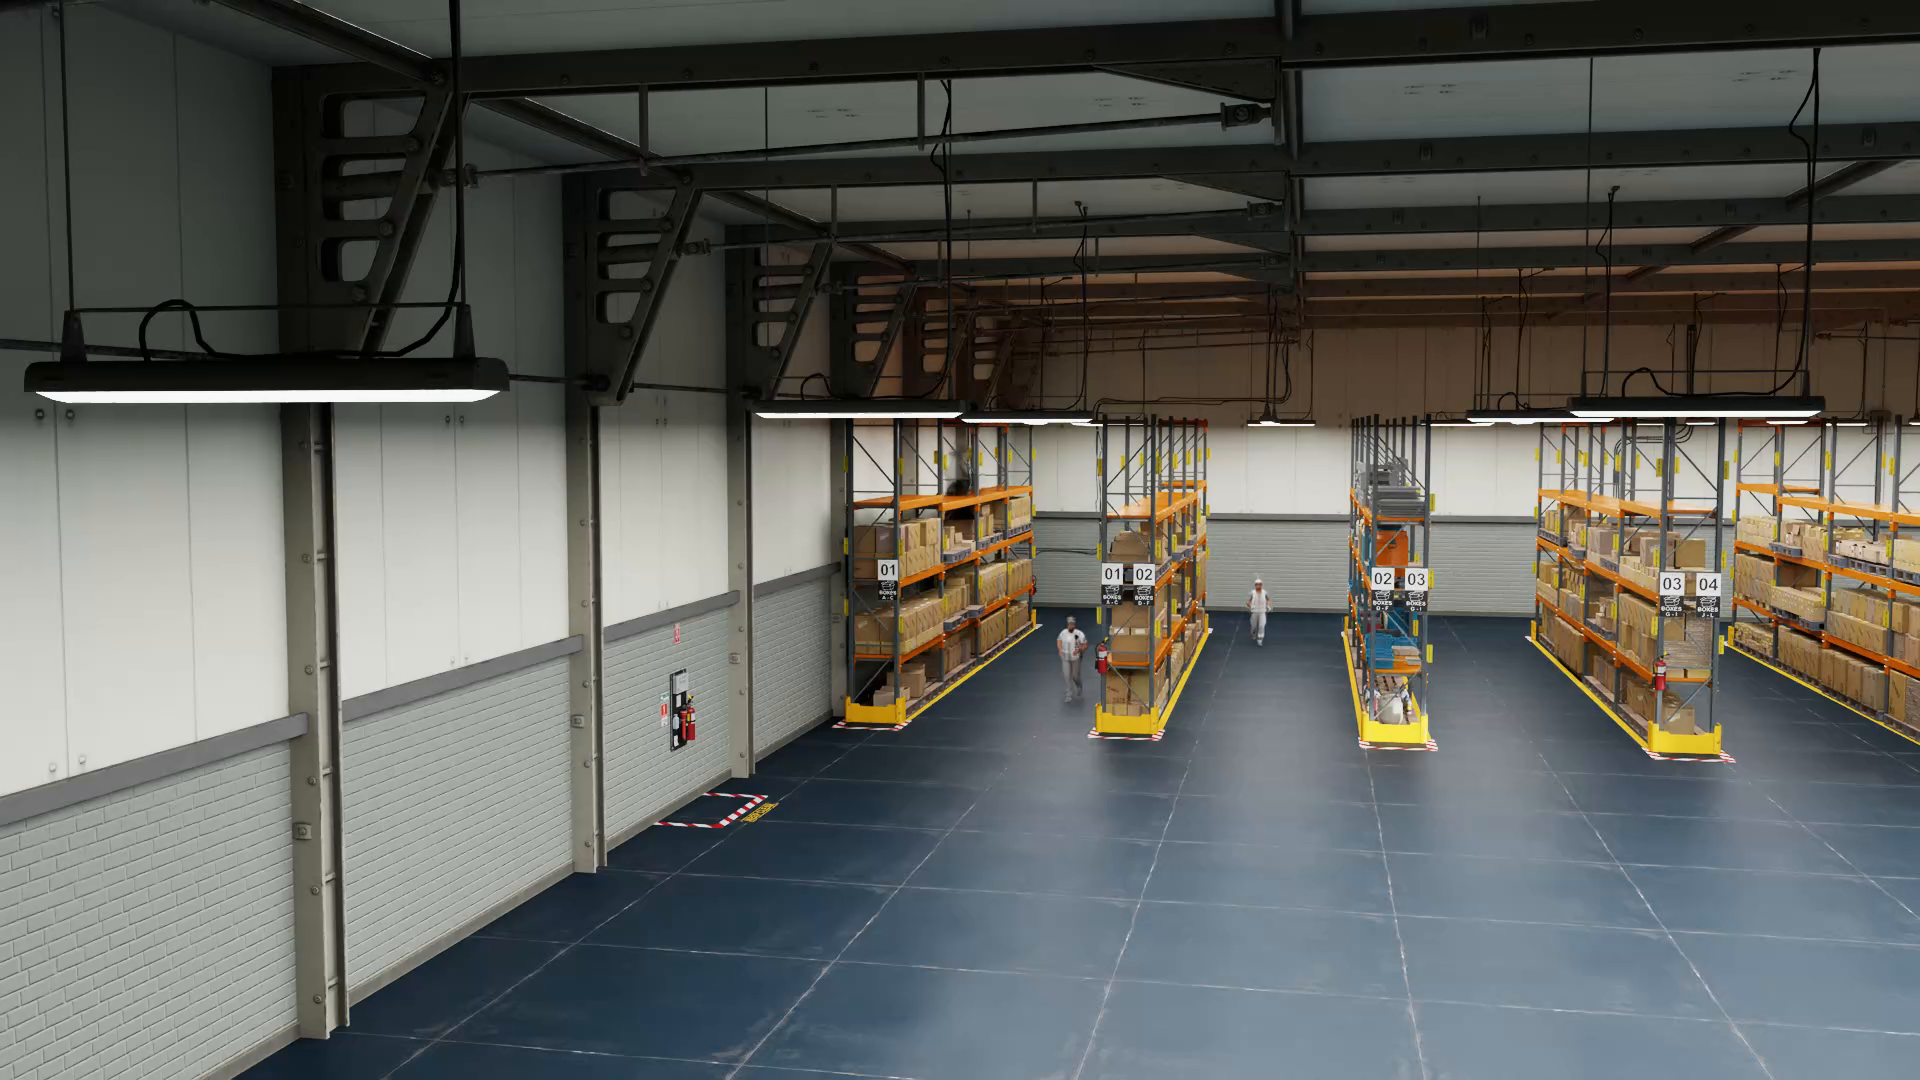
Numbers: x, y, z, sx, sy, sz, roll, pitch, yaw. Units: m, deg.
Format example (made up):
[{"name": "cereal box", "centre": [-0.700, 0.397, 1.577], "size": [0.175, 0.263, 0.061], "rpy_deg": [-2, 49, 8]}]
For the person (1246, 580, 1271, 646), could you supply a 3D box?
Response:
[{"name": "person", "centre": [7.908, 1.921, 44.020], "size": [0.663, 1.746, 0.771], "rpy_deg": [0, 4, 4]}]

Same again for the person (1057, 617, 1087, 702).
[{"name": "person", "centre": [2.346, 2.504, 35.106], "size": [0.672, 1.760, 0.763], "rpy_deg": [1, 4, 14]}]
